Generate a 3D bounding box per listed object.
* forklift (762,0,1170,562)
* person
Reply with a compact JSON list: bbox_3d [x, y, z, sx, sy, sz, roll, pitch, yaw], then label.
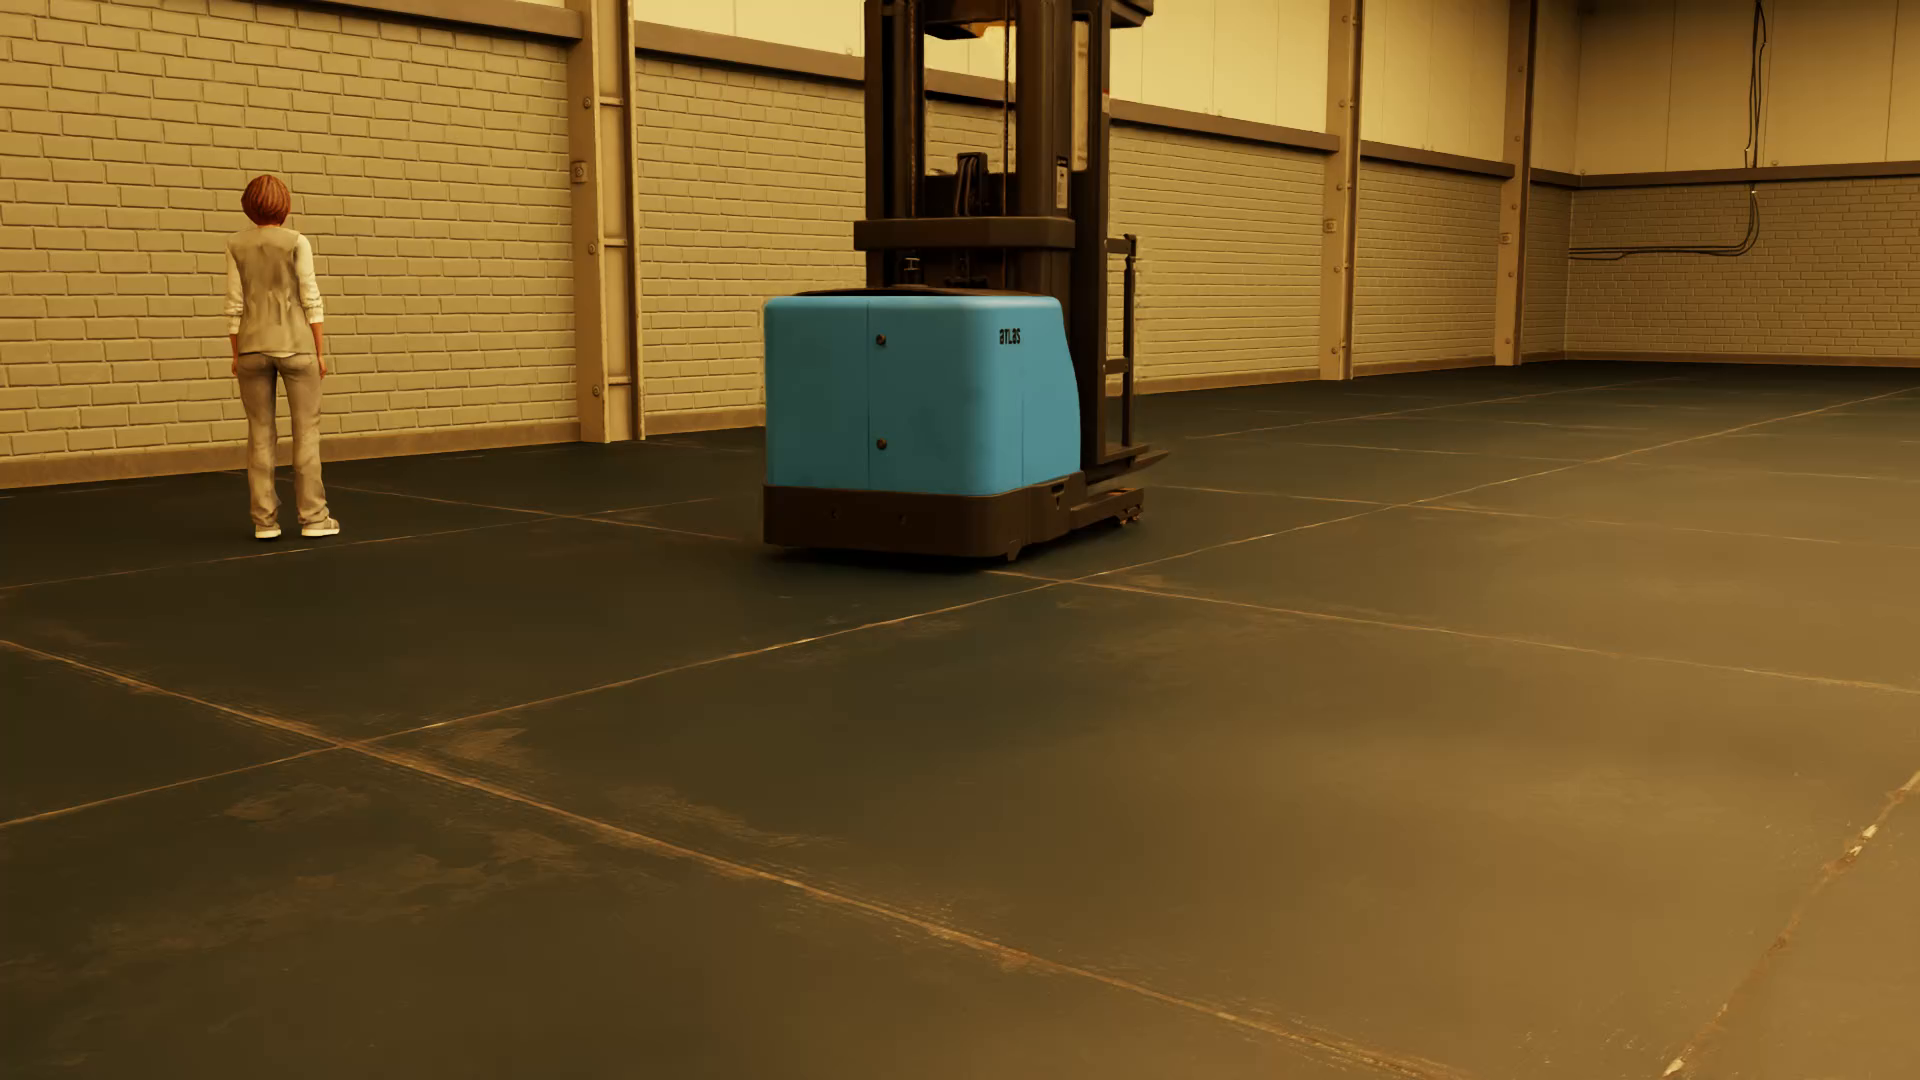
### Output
[{"bbox_3d":[0.244,-1.536,7.782,1.130,2.935,3.031,4,9,23],"label":"forklift"},{"bbox_3d":[-3.022,-0.804,7.378,0.410,1.604,0.314,-1,8,-8],"label":"person"}]
